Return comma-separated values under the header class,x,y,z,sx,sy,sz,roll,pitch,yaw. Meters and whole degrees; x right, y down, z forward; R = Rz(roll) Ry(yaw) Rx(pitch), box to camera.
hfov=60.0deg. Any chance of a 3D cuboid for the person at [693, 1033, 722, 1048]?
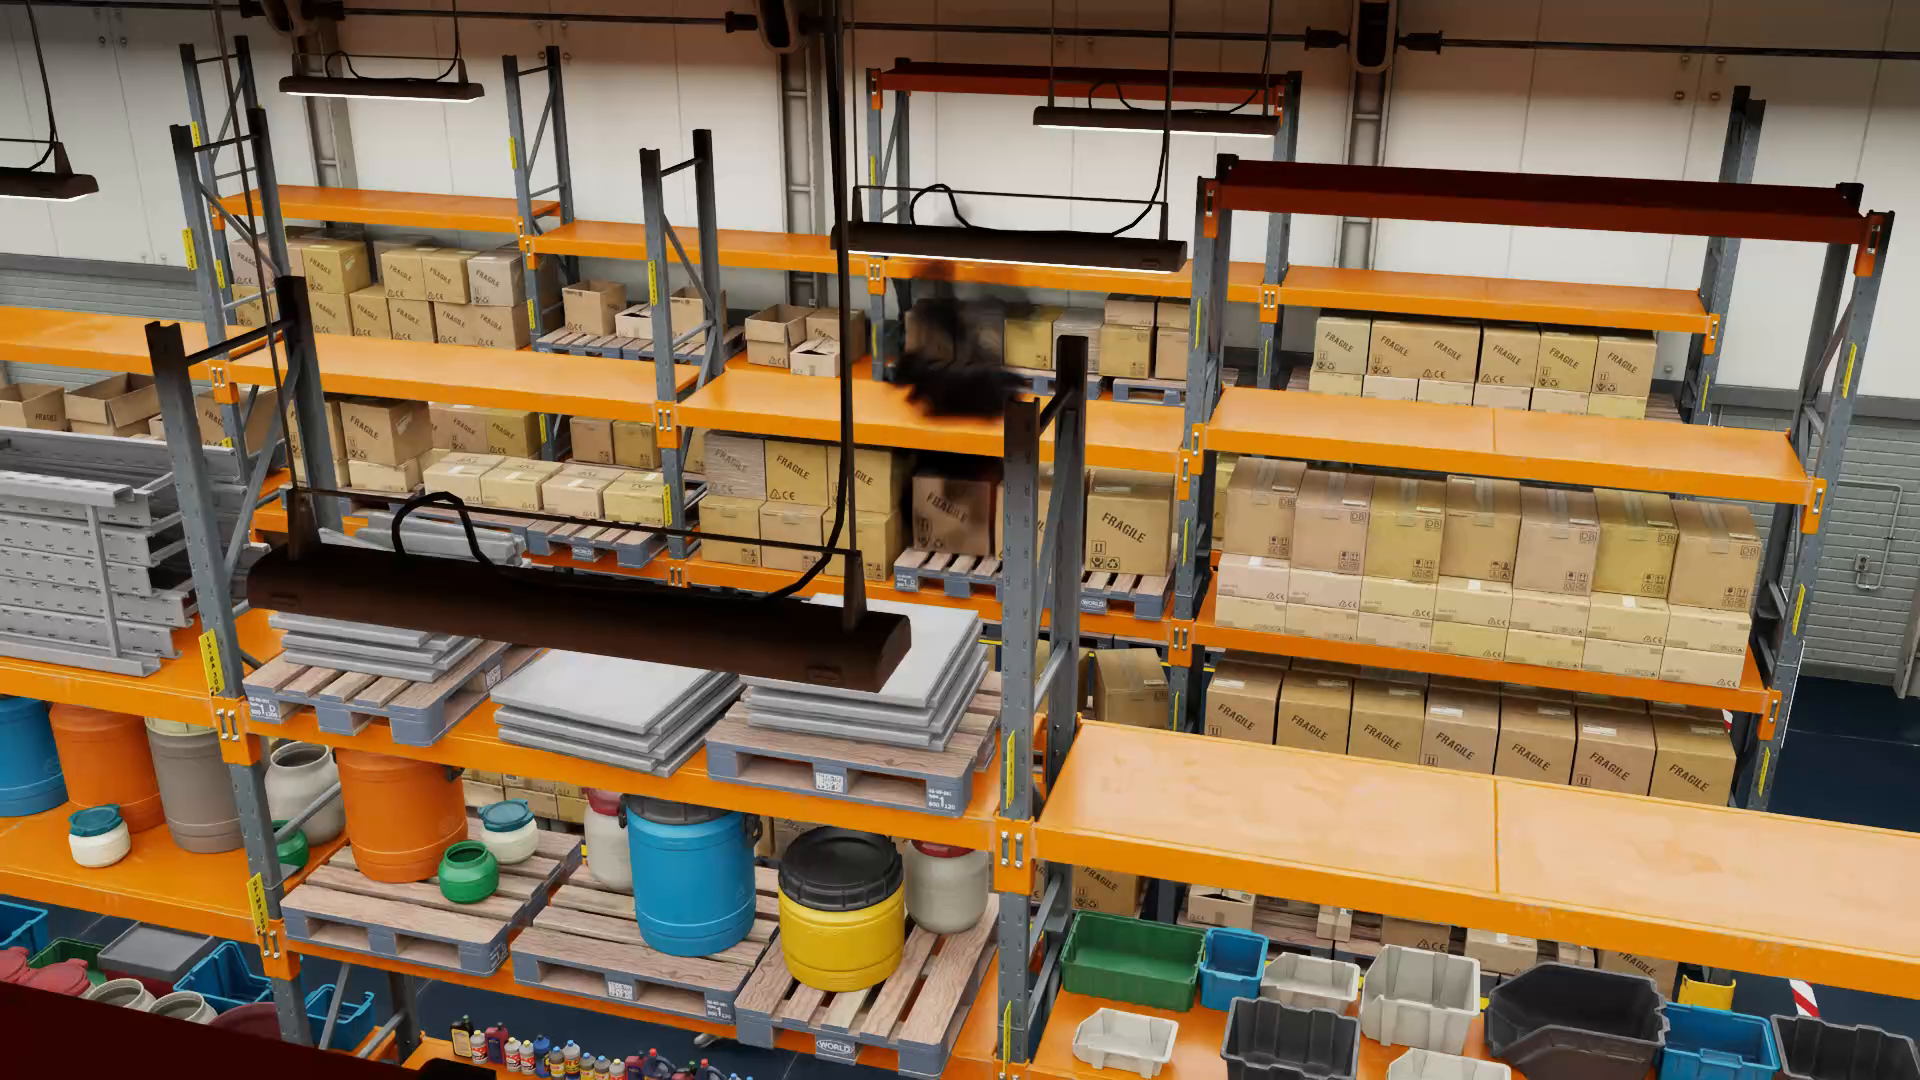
class,x,y,z,sx,sy,sz,roll,pitch,yaw
person,-1.524,2.840,11.743,0.794,1.754,0.564,4,23,9
